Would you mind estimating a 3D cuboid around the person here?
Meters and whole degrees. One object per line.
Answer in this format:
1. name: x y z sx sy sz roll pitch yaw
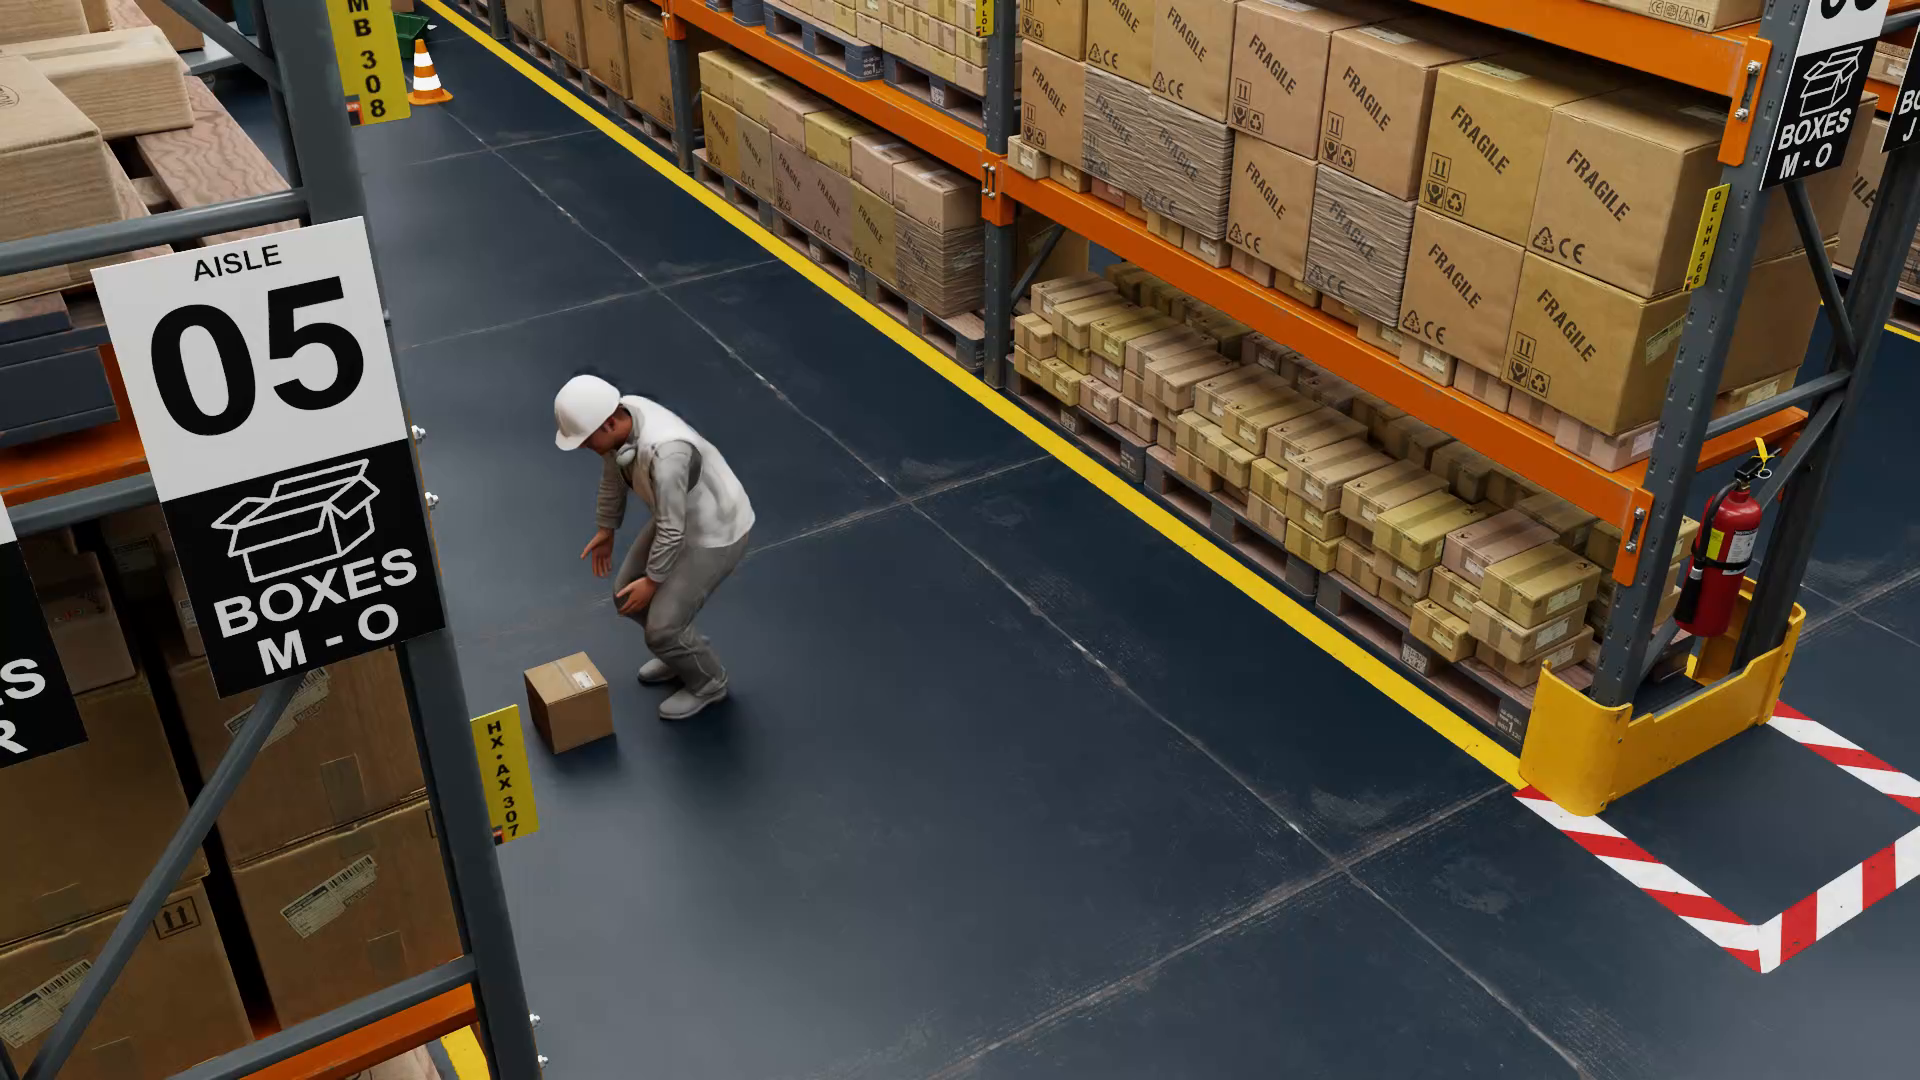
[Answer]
1. person: -1.138 -0.003 6.373 0.714 1.506 0.590 -19 37 -27
